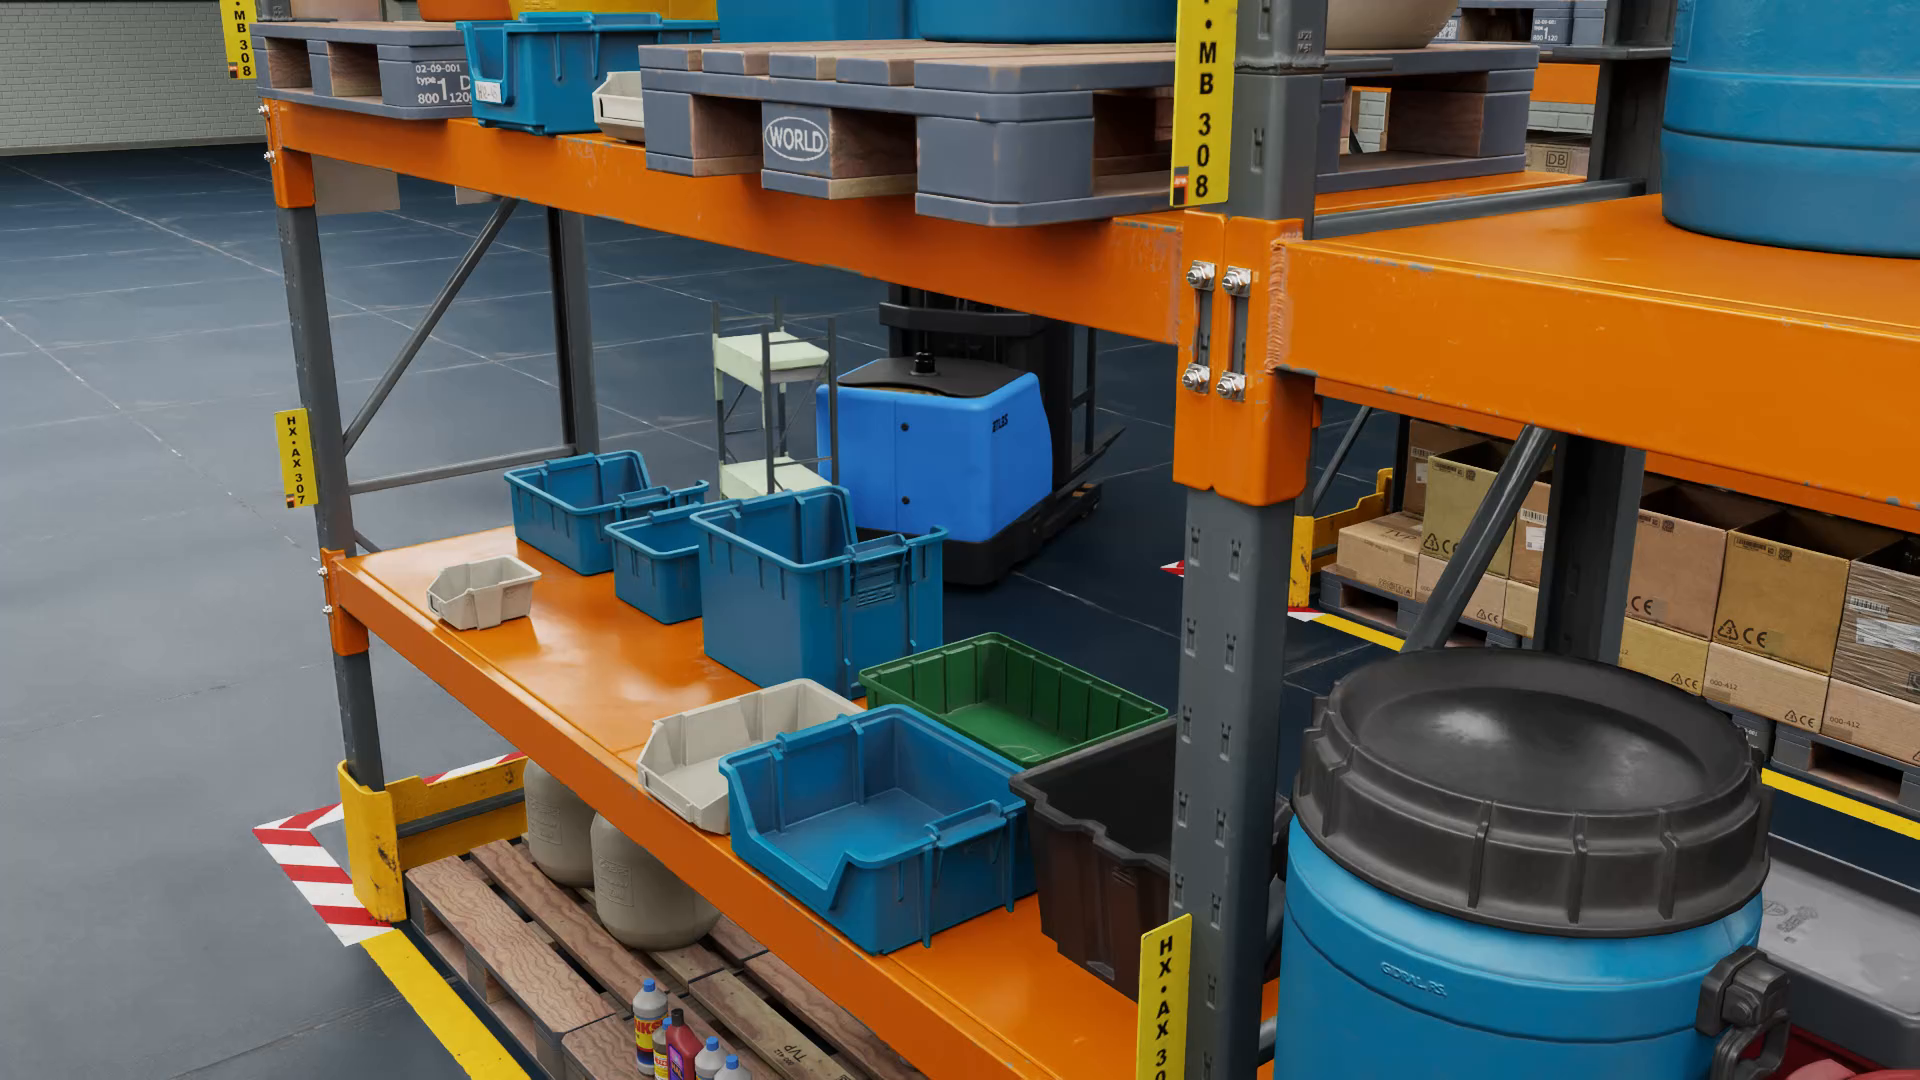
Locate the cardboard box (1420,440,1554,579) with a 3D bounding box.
[{"bbox_3d":[2.613,-0.159,8.085,0.500,0.500,0.500,-14,23,-36],"label":"cardboard box"}]

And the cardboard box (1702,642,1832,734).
[{"bbox_3d":[3.542,0.567,7.085,0.500,0.250,0.500,-14,23,-36],"label":"cardboard box"}]

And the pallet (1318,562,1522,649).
[{"bbox_3d":[2.650,0.296,8.632,1.003,0.211,1.213,-14,23,-36],"label":"pallet"}]

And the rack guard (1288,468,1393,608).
[{"bbox_3d":[2.128,-0.027,9.148,1.175,0.500,0.348,-14,23,-36],"label":"rack guard"}]

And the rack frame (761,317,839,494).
[{"bbox_3d":[-0.822,-0.405,8.698,0.400,1.500,0.023,-10,21,-26],"label":"rack frame"}]

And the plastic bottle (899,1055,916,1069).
[{"bbox_3d":[-0.124,1.375,4.689,0.097,0.201,0.097,0,18,0],"label":"plastic bottle"}]

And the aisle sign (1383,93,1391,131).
[{"bbox_3d":[2.332,-2.515,8.551,0.394,0.787,0.004,-14,23,-36],"label":"aisle sign"}]

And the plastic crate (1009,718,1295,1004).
[{"bbox_3d":[0.516,0.619,3.318,0.767,0.338,0.504,-14,23,-36],"label":"plastic crate"}]

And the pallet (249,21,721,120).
[{"bbox_3d":[-1.306,-1.353,4.706,1.003,0.211,1.213,-14,23,-36],"label":"pallet"}]

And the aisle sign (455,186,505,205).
[{"bbox_3d":[-1.554,-1.552,5.641,0.394,0.787,0.004,-14,23,-36],"label":"aisle sign"}]

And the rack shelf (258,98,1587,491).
[{"bbox_3d":[-0.501,-0.831,3.974,1.077,0.370,4.000,-14,23,-36],"label":"rack shelf"}]

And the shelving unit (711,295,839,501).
[{"bbox_3d":[-0.993,-0.507,9.005,0.431,1.500,0.755,-10,21,-26],"label":"shelving unit"}]

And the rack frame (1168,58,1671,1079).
[{"bbox_3d":[0.741,0.744,2.844,1.000,3.000,0.127,-14,23,-36],"label":"rack frame"}]

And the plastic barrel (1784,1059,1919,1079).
[{"bbox_3d":[1.163,0.958,1.982,0.433,0.535,0.433,0,18,0],"label":"plastic barrel"}]

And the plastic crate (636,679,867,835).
[{"bbox_3d":[-0.466,0.518,3.945,0.530,0.136,0.437,-14,23,-36],"label":"plastic crate"}]

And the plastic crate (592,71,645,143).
[{"bbox_3d":[-0.572,-0.872,3.370,0.243,0.136,0.396,-14,23,-36],"label":"plastic crate"}]

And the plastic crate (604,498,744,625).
[{"bbox_3d":[-0.798,0.055,5.161,0.499,0.251,0.408,-14,23,-36],"label":"plastic crate"}]

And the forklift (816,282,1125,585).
[{"bbox_3d":[0.245,-1.573,9.949,1.130,2.935,3.031,8,20,22],"label":"forklift"}]

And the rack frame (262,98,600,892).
[{"bbox_3d":[-1.743,-0.242,5.821,1.000,3.000,0.127,-14,23,-36],"label":"rack frame"}]

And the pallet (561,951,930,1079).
[{"bbox_3d":[-0.405,1.593,4.715,1.003,0.211,1.213,-14,23,-36],"label":"pallet"}]

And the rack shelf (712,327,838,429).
[{"bbox_3d":[-0.994,-0.877,8.882,0.431,0.370,0.720,-10,21,-26],"label":"rack shelf"}]

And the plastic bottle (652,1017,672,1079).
[{"bbox_3d":[-0.797,1.411,4.582,0.097,0.201,0.097,0,18,0],"label":"plastic bottle"}]

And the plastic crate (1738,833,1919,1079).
[{"bbox_3d":[1.282,0.773,2.654,0.402,0.464,0.583,-14,23,-36],"label":"plastic crate"}]

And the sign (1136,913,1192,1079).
[{"bbox_3d":[0.303,0.717,2.485,0.100,0.325,0.005,-14,23,-36],"label":"sign"}]

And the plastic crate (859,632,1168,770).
[{"bbox_3d":[0.119,0.455,4.054,0.450,0.188,0.662,-14,23,-36],"label":"plastic crate"}]

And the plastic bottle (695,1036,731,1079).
[{"bbox_3d":[-0.648,1.437,4.393,0.097,0.271,0.097,0,18,0],"label":"plastic bottle"}]

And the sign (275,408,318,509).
[{"bbox_3d":[-2.176,-0.267,5.456,0.100,0.325,0.005,-14,23,-36],"label":"sign"}]

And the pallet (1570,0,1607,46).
[{"bbox_3d":[3.323,-2.109,6.830,1.003,0.211,1.213,-14,23,-36],"label":"pallet"}]

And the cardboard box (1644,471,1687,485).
[{"bbox_3d":[3.341,-0.140,8.027,0.500,0.500,0.500,-14,23,-36],"label":"cardboard box"}]

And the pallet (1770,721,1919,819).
[{"bbox_3d":[4.165,0.898,6.816,1.003,0.211,1.213,-14,23,-36],"label":"pallet"}]

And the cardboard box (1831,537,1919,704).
[{"bbox_3d":[3.866,0.331,6.605,0.500,0.500,0.500,-14,23,-36],"label":"cardboard box"}]

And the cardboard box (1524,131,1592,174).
[{"bbox_3d":[2.786,-1.612,7.736,0.700,0.500,0.500,-15,23,-38],"label":"cardboard box"}]

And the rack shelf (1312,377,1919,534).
[{"bbox_3d":[3.384,-0.373,7.362,1.077,0.370,4.000,-14,23,-36],"label":"rack shelf"}]

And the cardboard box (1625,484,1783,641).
[{"bbox_3d":[3.231,0.088,7.338,0.500,0.500,0.500,-14,23,-36],"label":"cardboard box"}]

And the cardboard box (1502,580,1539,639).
[{"bbox_3d":[2.925,0.320,7.831,0.500,0.250,0.500,-14,23,-36],"label":"cardboard box"}]

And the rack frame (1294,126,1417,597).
[{"bbox_3d":[2.143,-1.208,8.738,1.000,3.000,0.127,-14,23,-36],"label":"rack frame"}]

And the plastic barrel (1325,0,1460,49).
[{"bbox_3d":[0.628,-1.077,2.725,0.421,0.512,0.421,0,18,0],"label":"plastic barrel"}]

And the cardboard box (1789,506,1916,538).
[{"bbox_3d":[3.963,0.106,7.283,0.500,0.500,0.500,-14,23,-36],"label":"cardboard box"}]

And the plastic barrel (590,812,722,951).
[{"bbox_3d":[-0.963,1.011,5.328,0.421,0.512,0.421,0,18,0],"label":"plastic barrel"}]

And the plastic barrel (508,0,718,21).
[{"bbox_3d":[-0.935,-1.698,4.480,0.600,0.588,0.600,0,18,0],"label":"plastic barrel"}]

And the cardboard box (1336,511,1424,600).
[{"bbox_3d":[2.301,0.074,8.574,0.500,0.250,0.500,-14,23,-36],"label":"cardboard box"}]

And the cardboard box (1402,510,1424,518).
[{"bbox_3d":[2.707,-0.027,8.879,0.500,0.250,0.500,-14,23,-36],"label":"cardboard box"}]
